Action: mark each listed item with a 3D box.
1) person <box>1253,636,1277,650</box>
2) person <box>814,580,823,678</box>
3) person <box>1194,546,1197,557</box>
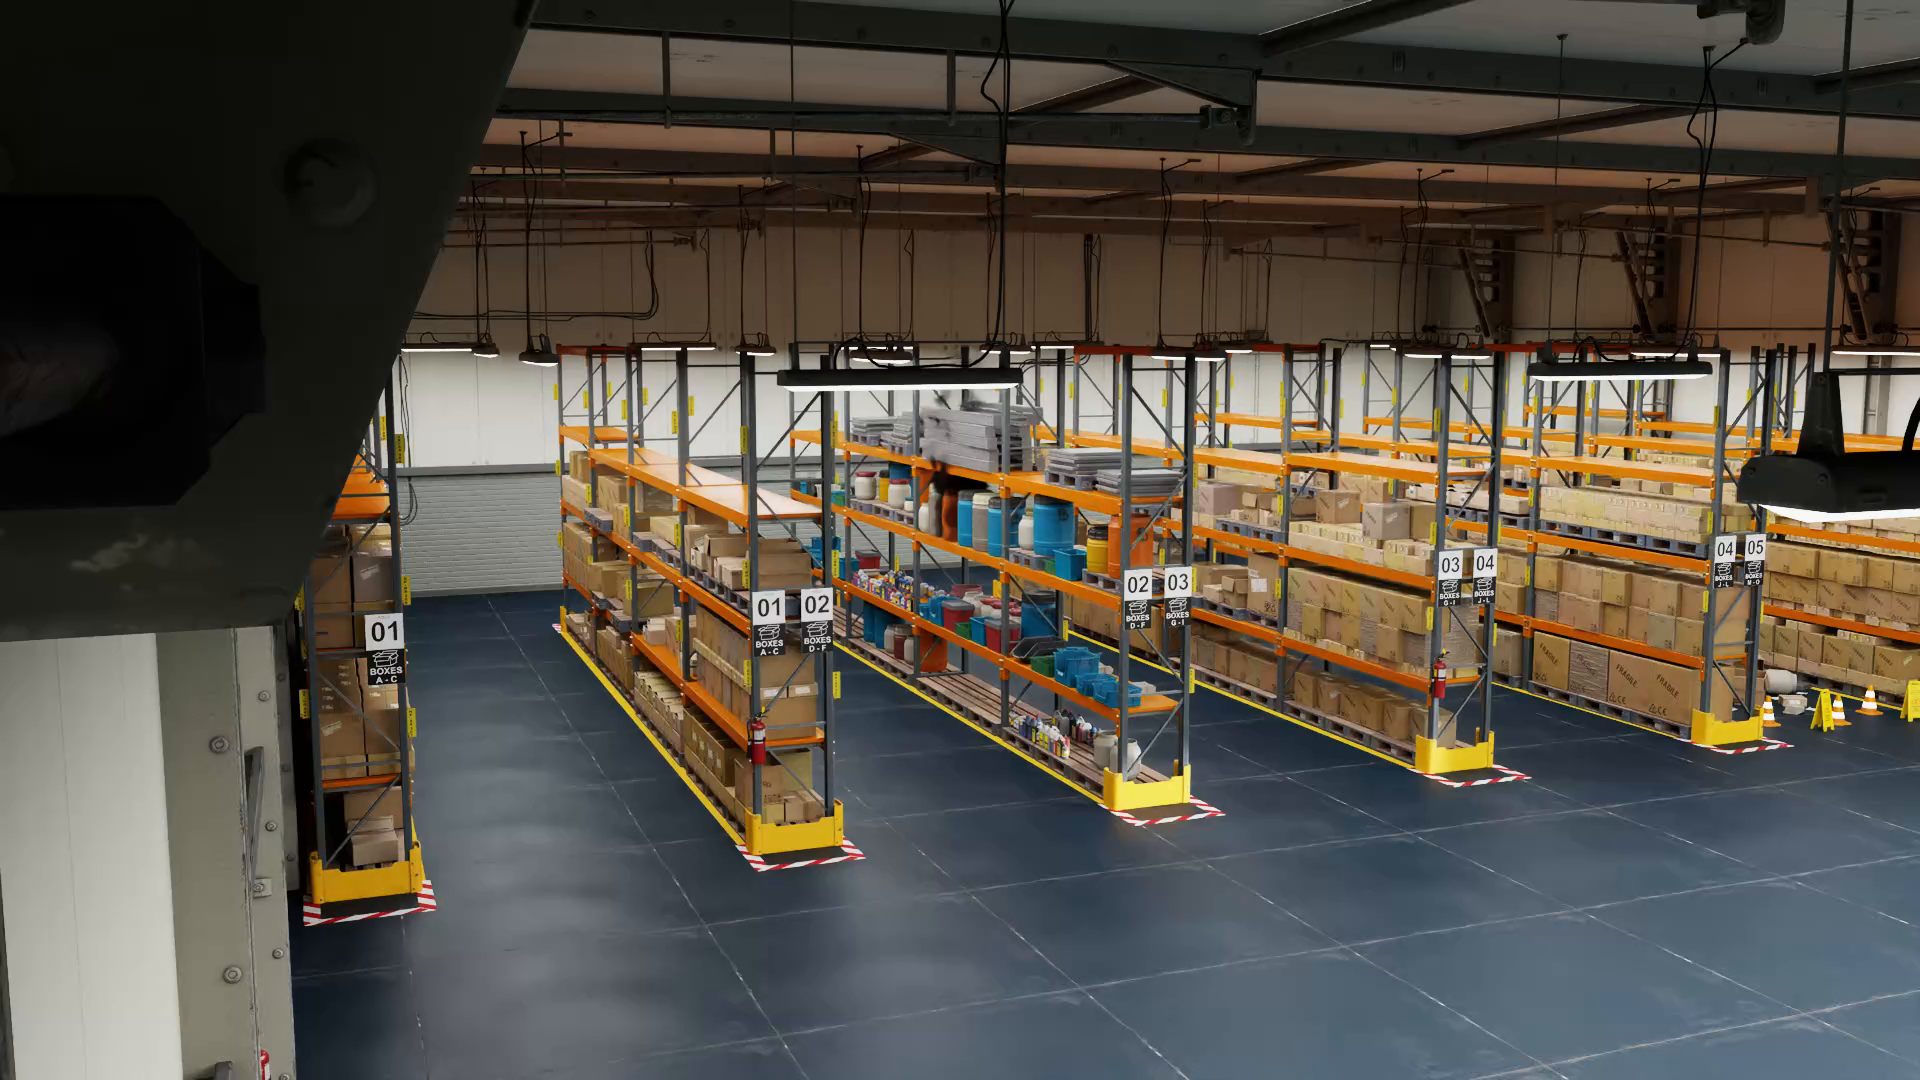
[{"bbox_3d":[6.007,1.450,32.097,0.568,1.652,0.922,-4,8,-27],"label":"person"},{"bbox_3d":[-2.402,1.624,28.494,0.603,1.732,0.830,-4,8,-29],"label":"person"},{"bbox_3d":[5.692,0.291,41.518,0.572,1.565,0.556,-4,8,-27],"label":"person"}]
